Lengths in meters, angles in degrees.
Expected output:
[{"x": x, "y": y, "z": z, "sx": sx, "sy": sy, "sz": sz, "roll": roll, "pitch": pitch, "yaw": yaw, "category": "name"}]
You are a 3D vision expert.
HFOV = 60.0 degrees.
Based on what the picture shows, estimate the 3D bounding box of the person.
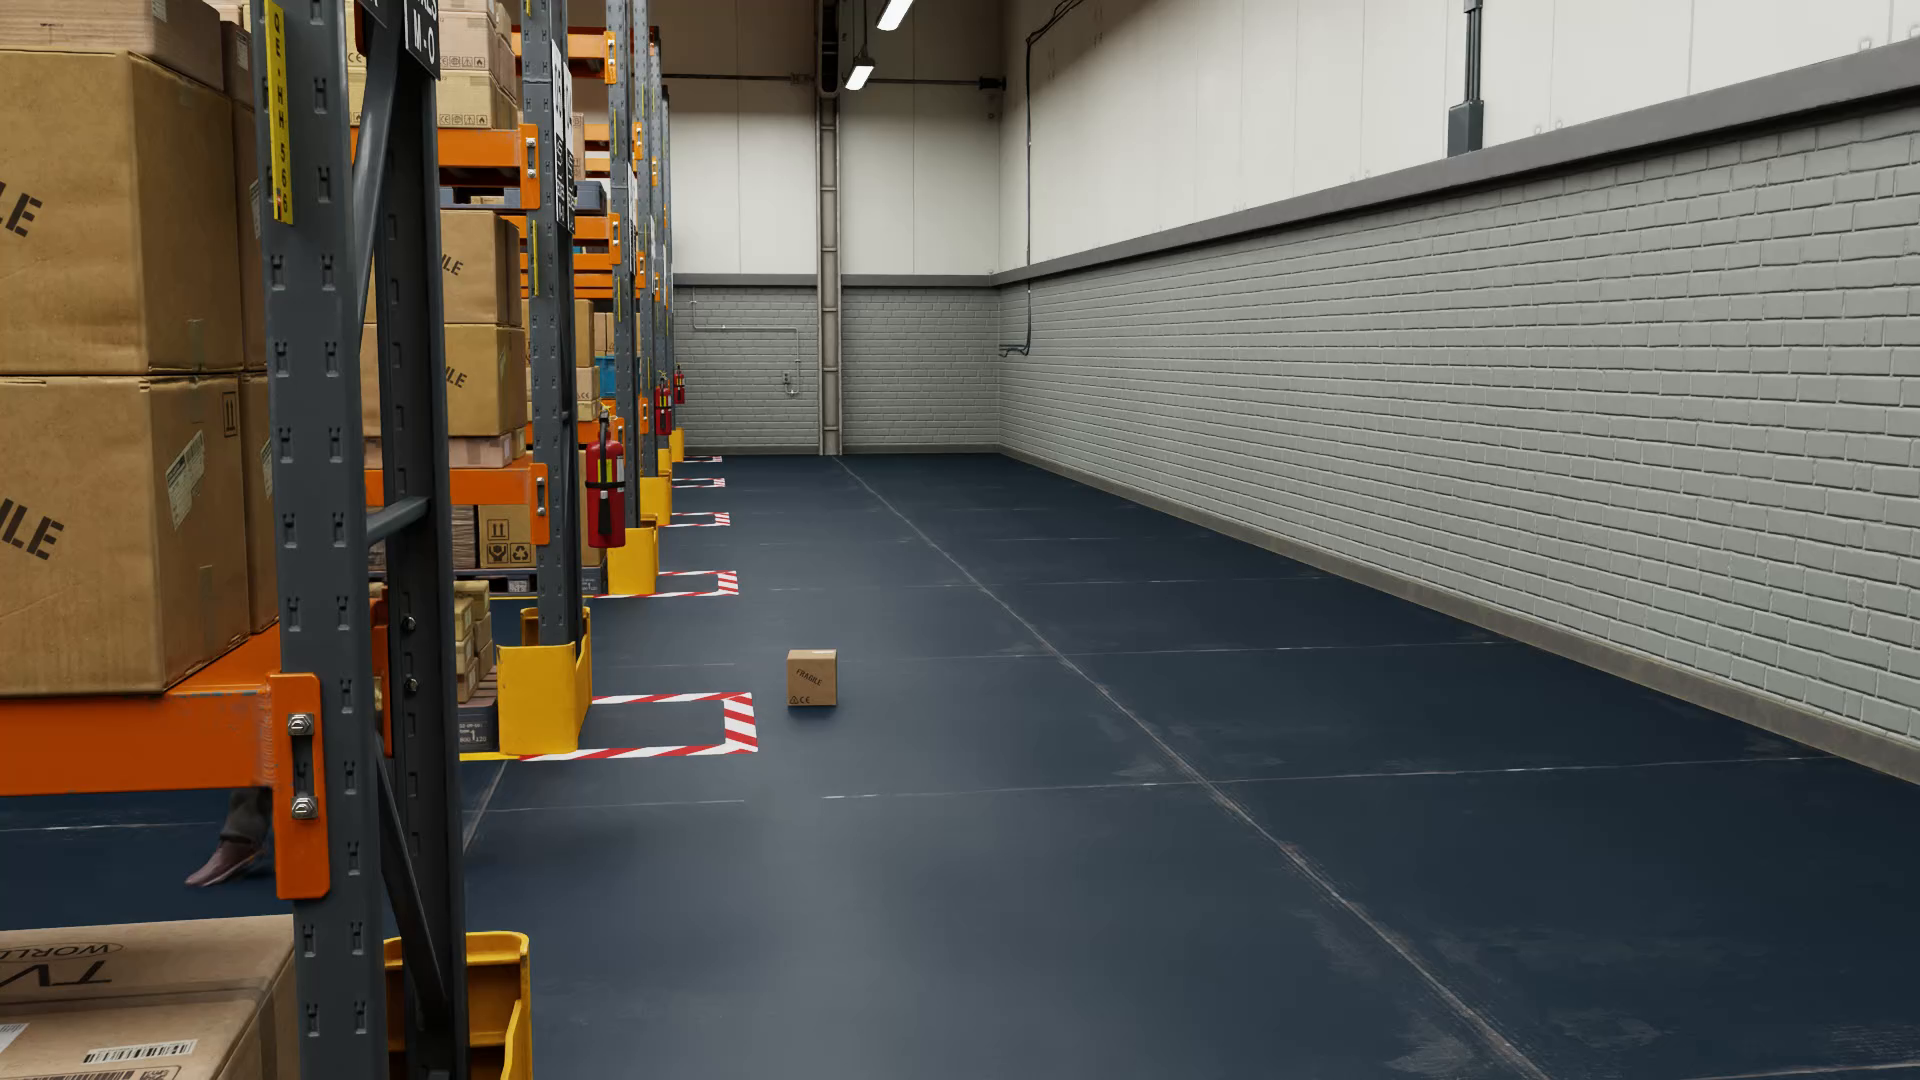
[{"x": -2.296, "y": 0.379, "z": 5.747, "sx": 0.752, "sy": 1.676, "sz": 0.444, "roll": -4, "pitch": 8, "yaw": -32, "category": "person"}]
